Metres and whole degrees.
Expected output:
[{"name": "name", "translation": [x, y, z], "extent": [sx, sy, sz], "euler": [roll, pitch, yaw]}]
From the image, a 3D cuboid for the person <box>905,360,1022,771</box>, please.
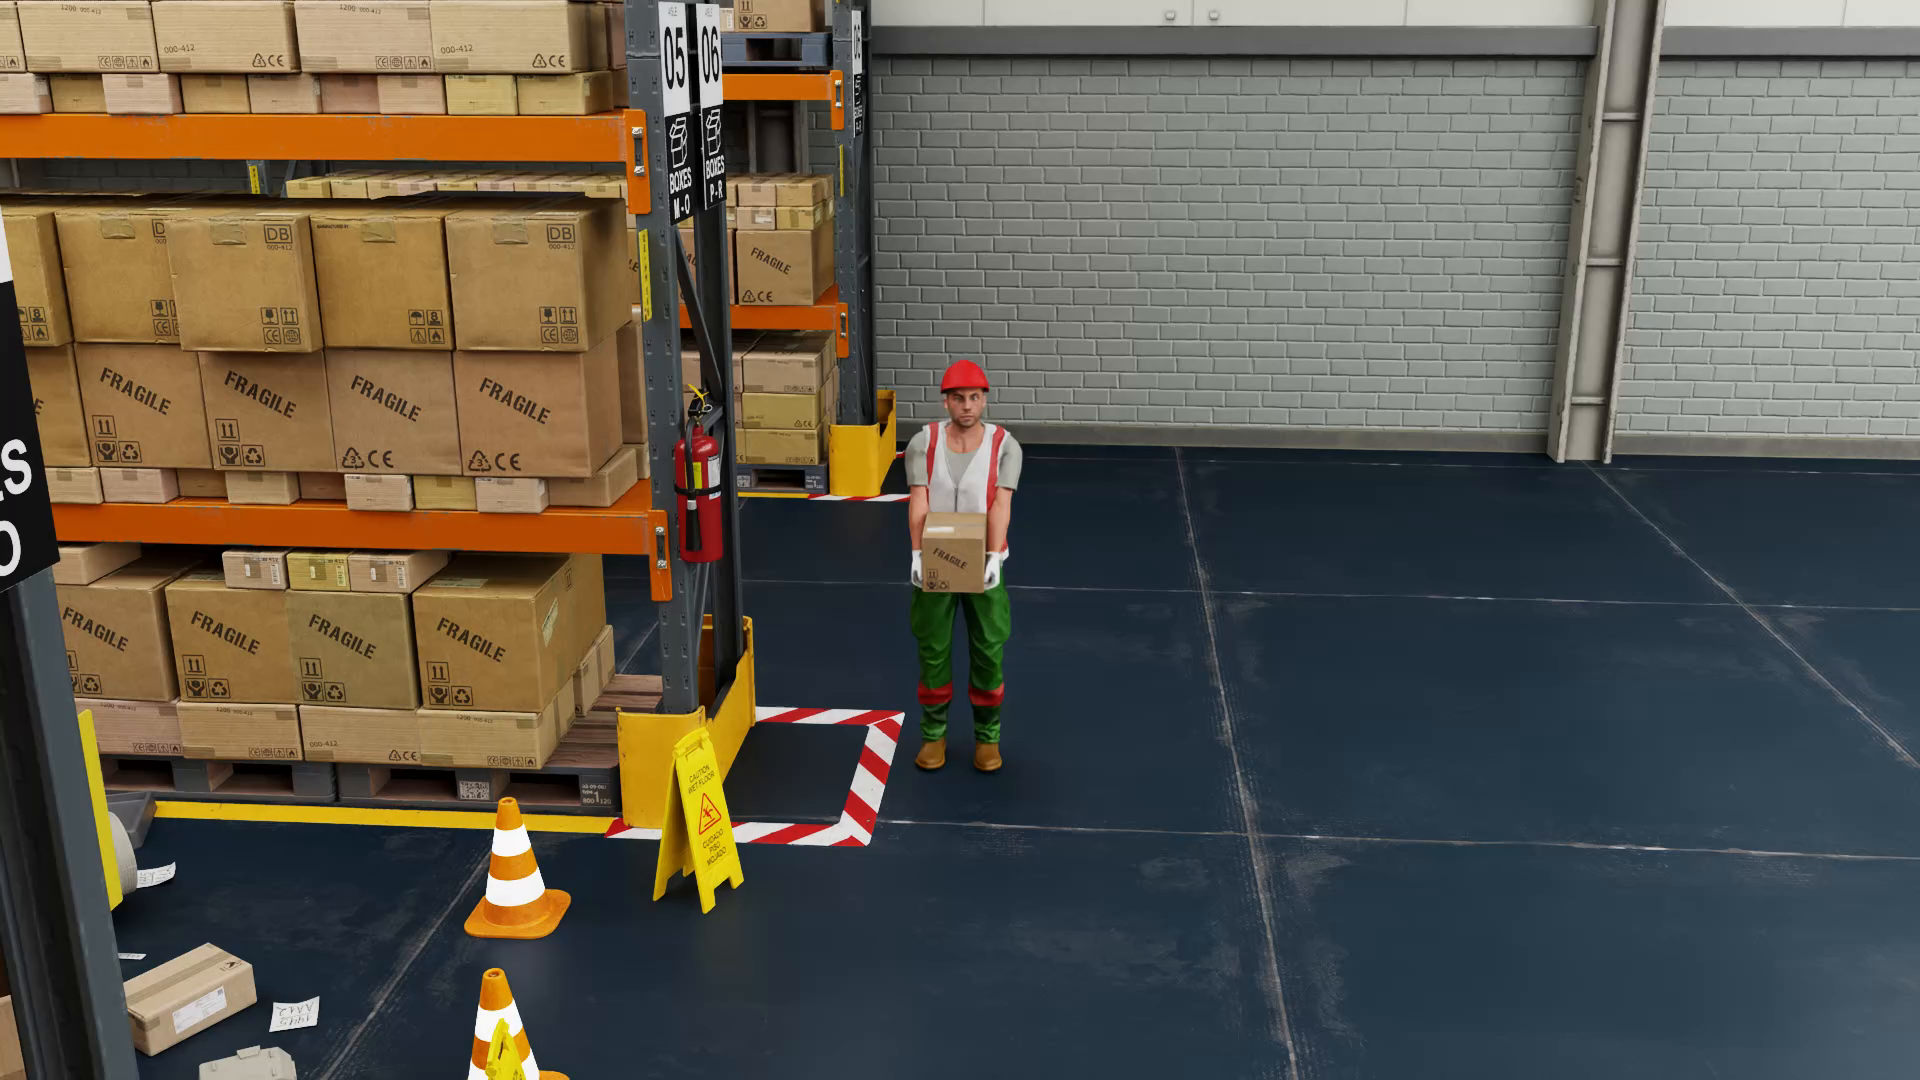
[{"name": "person", "translation": [0.006, 0.143, 7.049], "extent": [0.495, 1.786, 0.559], "euler": [1, 17, 4]}]
